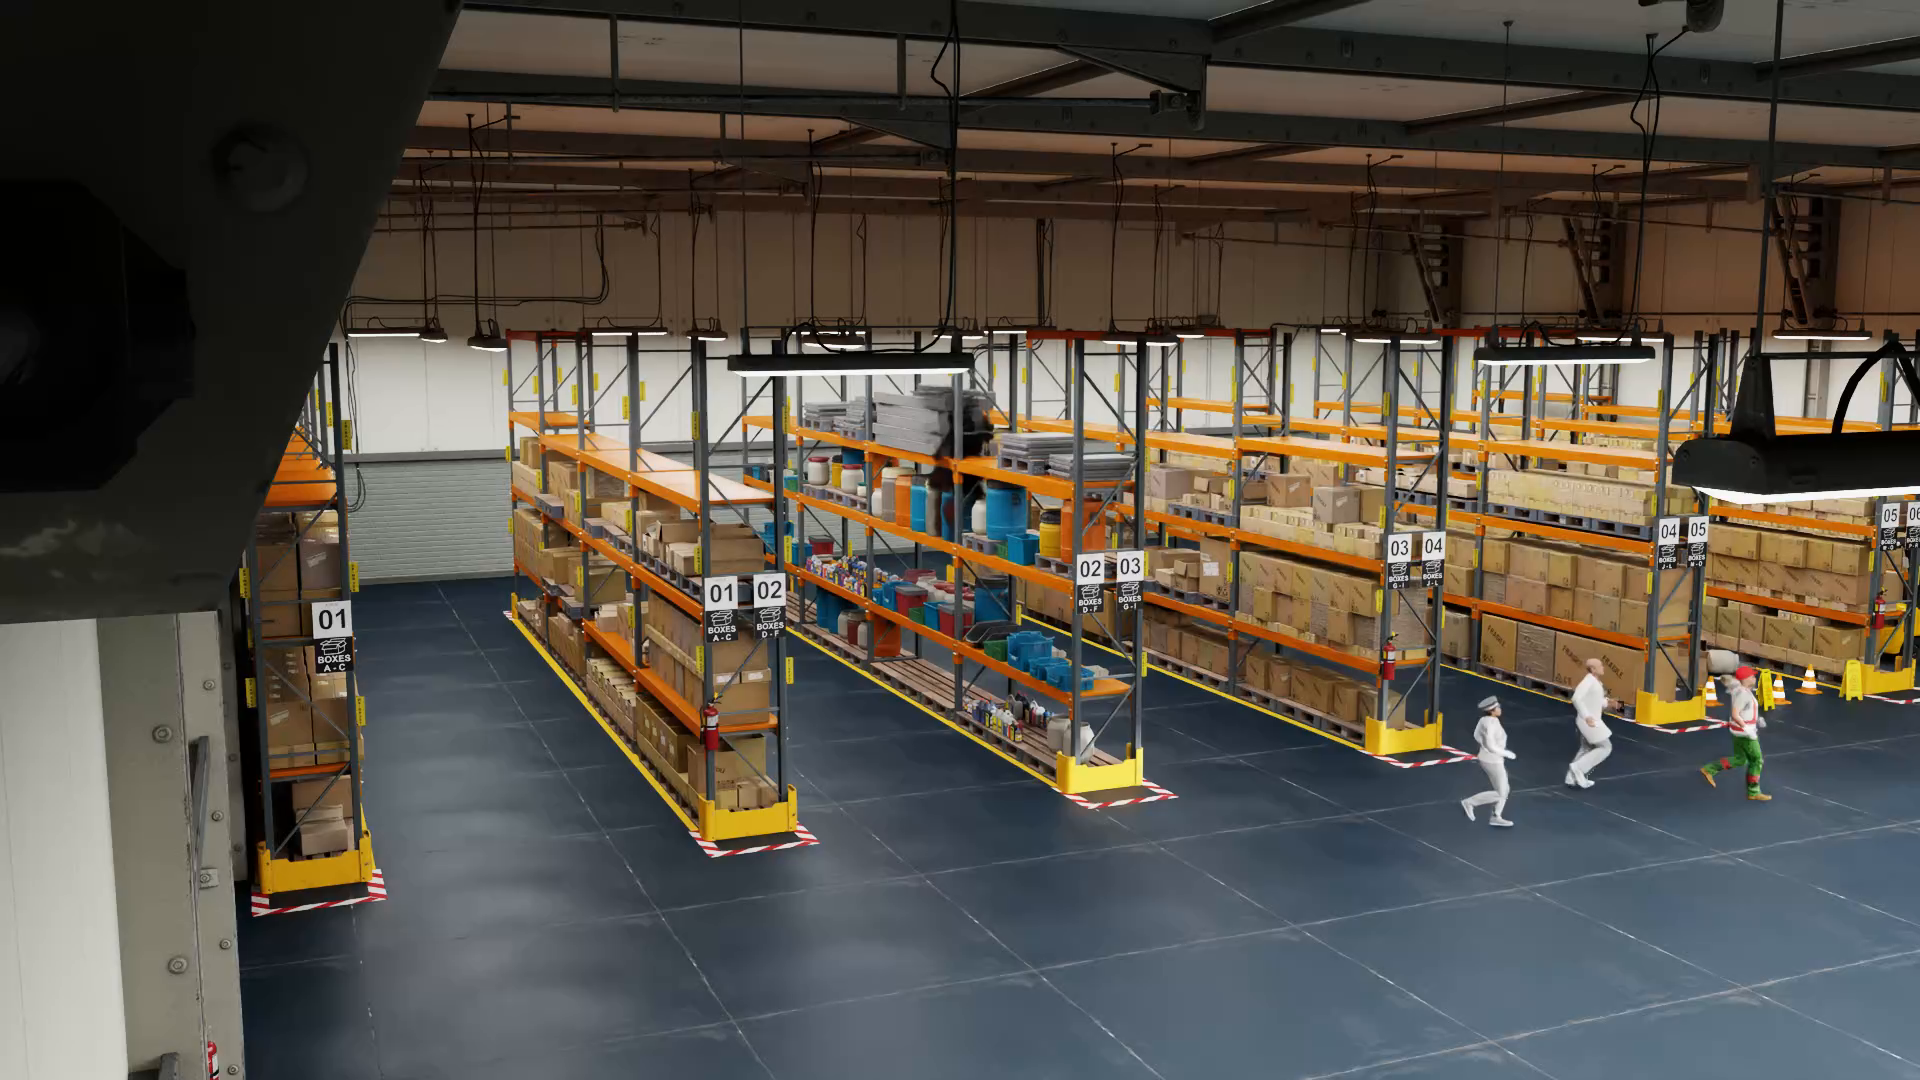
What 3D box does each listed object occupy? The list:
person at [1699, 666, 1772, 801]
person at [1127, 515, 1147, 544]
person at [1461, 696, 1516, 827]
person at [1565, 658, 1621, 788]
[{"bbox_3d":[10.169,2.511,21.702,0.881,1.763,0.687,2,8,17],"label":"person"},{"bbox_3d":[3.984,0.272,38.305,0.688,1.762,0.666,-2,8,-15],"label":"person"},{"bbox_3d":[6.528,2.727,20.550,0.663,1.651,0.620,1,8,4],"label":"person"},{"bbox_3d":[8.490,2.443,22.257,0.671,1.748,0.686,2,8,17],"label":"person"}]
